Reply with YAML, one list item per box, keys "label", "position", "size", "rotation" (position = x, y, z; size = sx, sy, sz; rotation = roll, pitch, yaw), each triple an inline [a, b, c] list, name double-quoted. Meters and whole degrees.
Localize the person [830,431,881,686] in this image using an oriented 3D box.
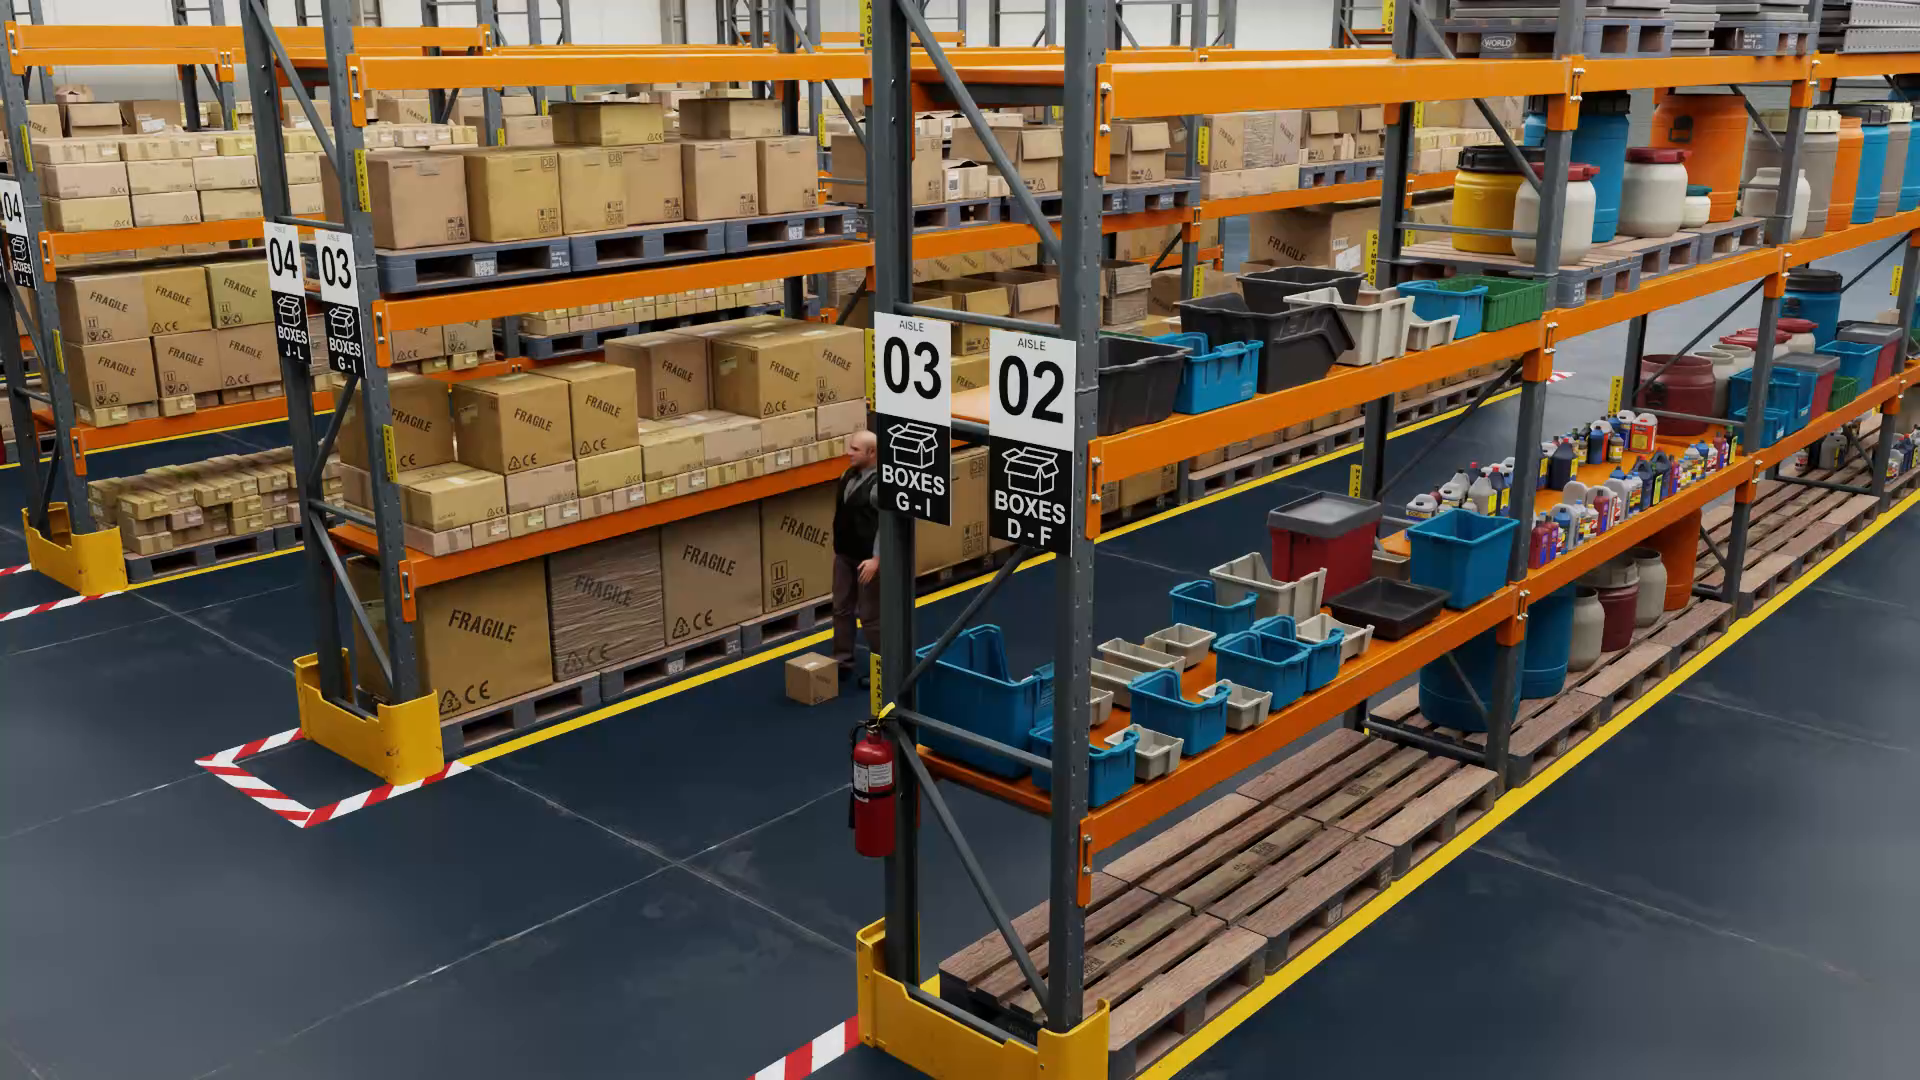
- label: "person"
  position: [-0.697, 0.135, 11.106]
  size: [0.502, 1.730, 0.574]
  rotation: [-15, 23, -41]
